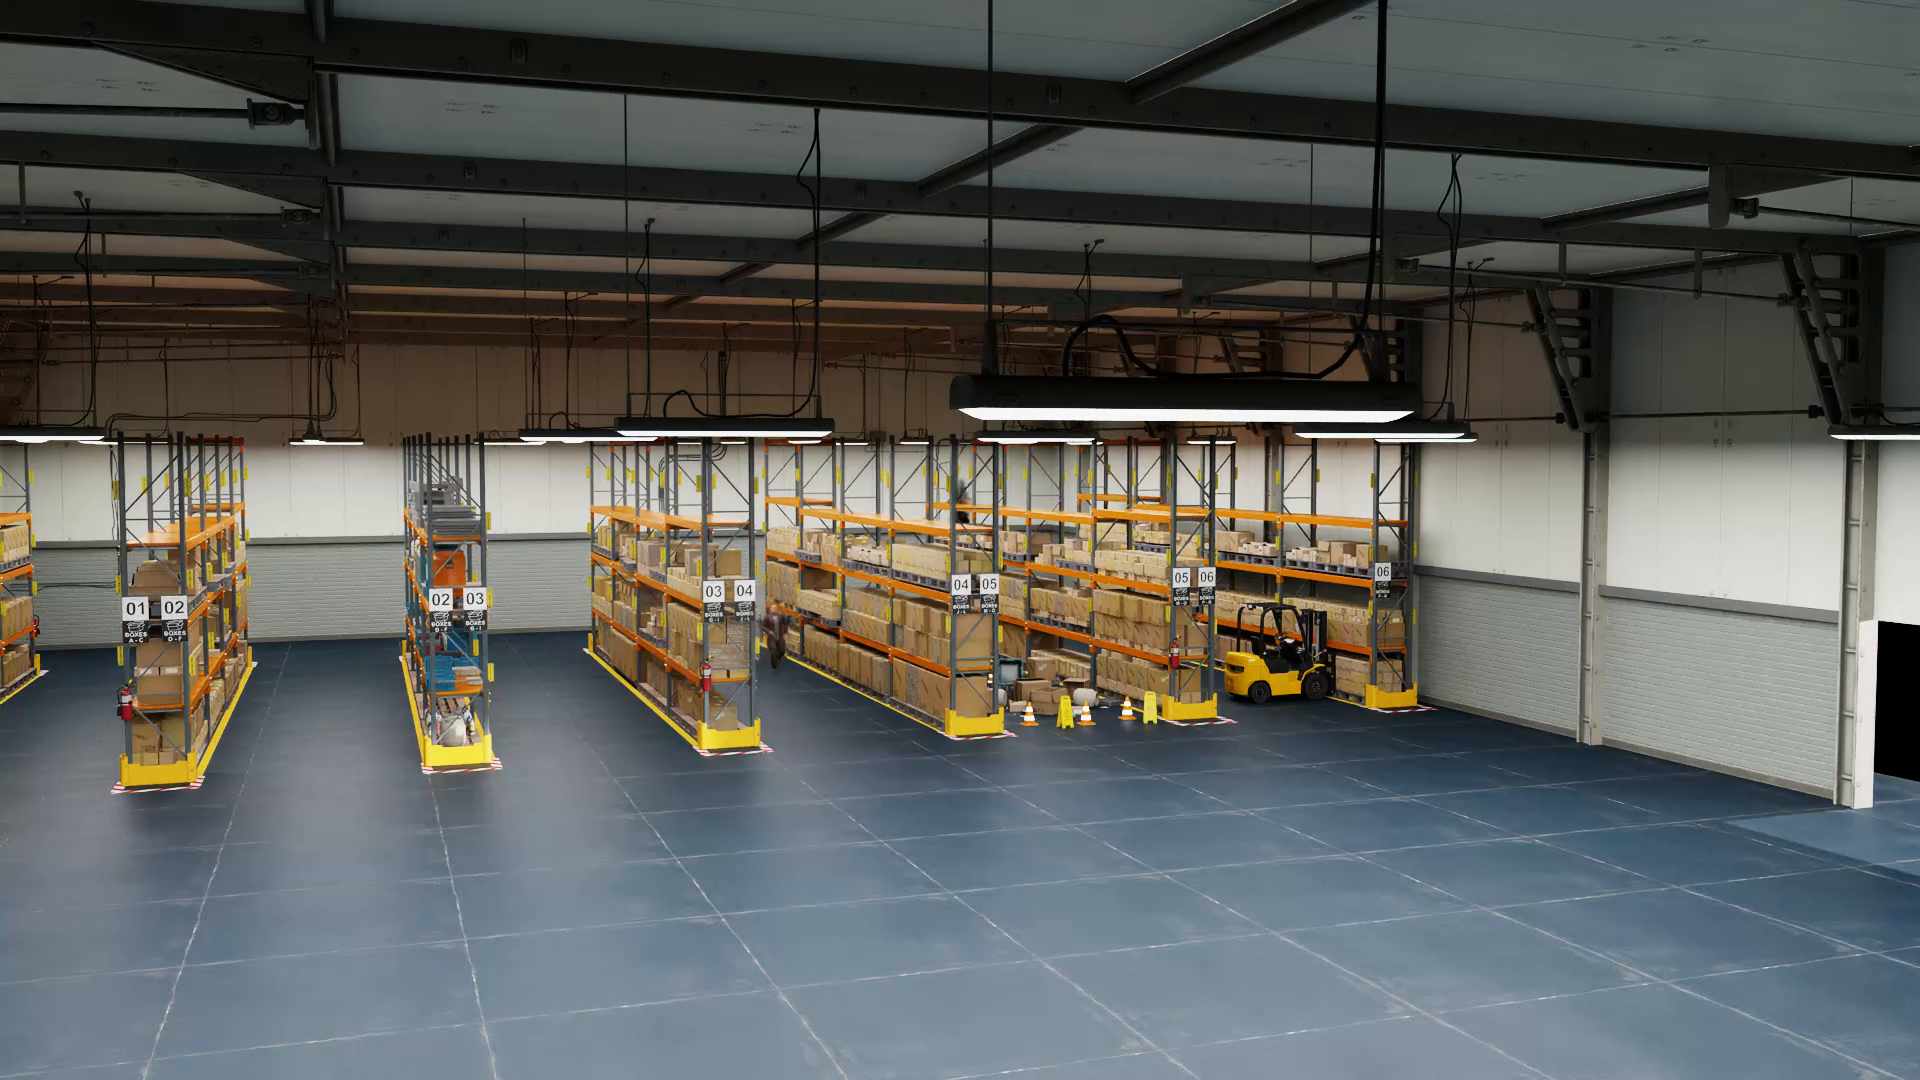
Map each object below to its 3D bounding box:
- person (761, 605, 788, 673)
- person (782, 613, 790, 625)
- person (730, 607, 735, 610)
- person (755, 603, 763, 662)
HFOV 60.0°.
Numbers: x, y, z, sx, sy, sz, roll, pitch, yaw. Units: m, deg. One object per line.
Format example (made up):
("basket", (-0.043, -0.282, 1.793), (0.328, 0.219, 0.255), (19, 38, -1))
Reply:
("person", (-4.701, 2.558, 42.441), (0.737, 1.649, 0.594), (-1, 3, -23))
("person", (-5.133, 2.182, 49.509), (0.659, 1.639, 0.514), (-2, 4, -27))
("person", (-6.342, 2.301, 46.522), (0.684, 1.693, 0.686), (-1, 3, -16))
("person", (-5.499, 2.463, 44.516), (0.561, 1.591, 0.774), (-1, 3, -22))
